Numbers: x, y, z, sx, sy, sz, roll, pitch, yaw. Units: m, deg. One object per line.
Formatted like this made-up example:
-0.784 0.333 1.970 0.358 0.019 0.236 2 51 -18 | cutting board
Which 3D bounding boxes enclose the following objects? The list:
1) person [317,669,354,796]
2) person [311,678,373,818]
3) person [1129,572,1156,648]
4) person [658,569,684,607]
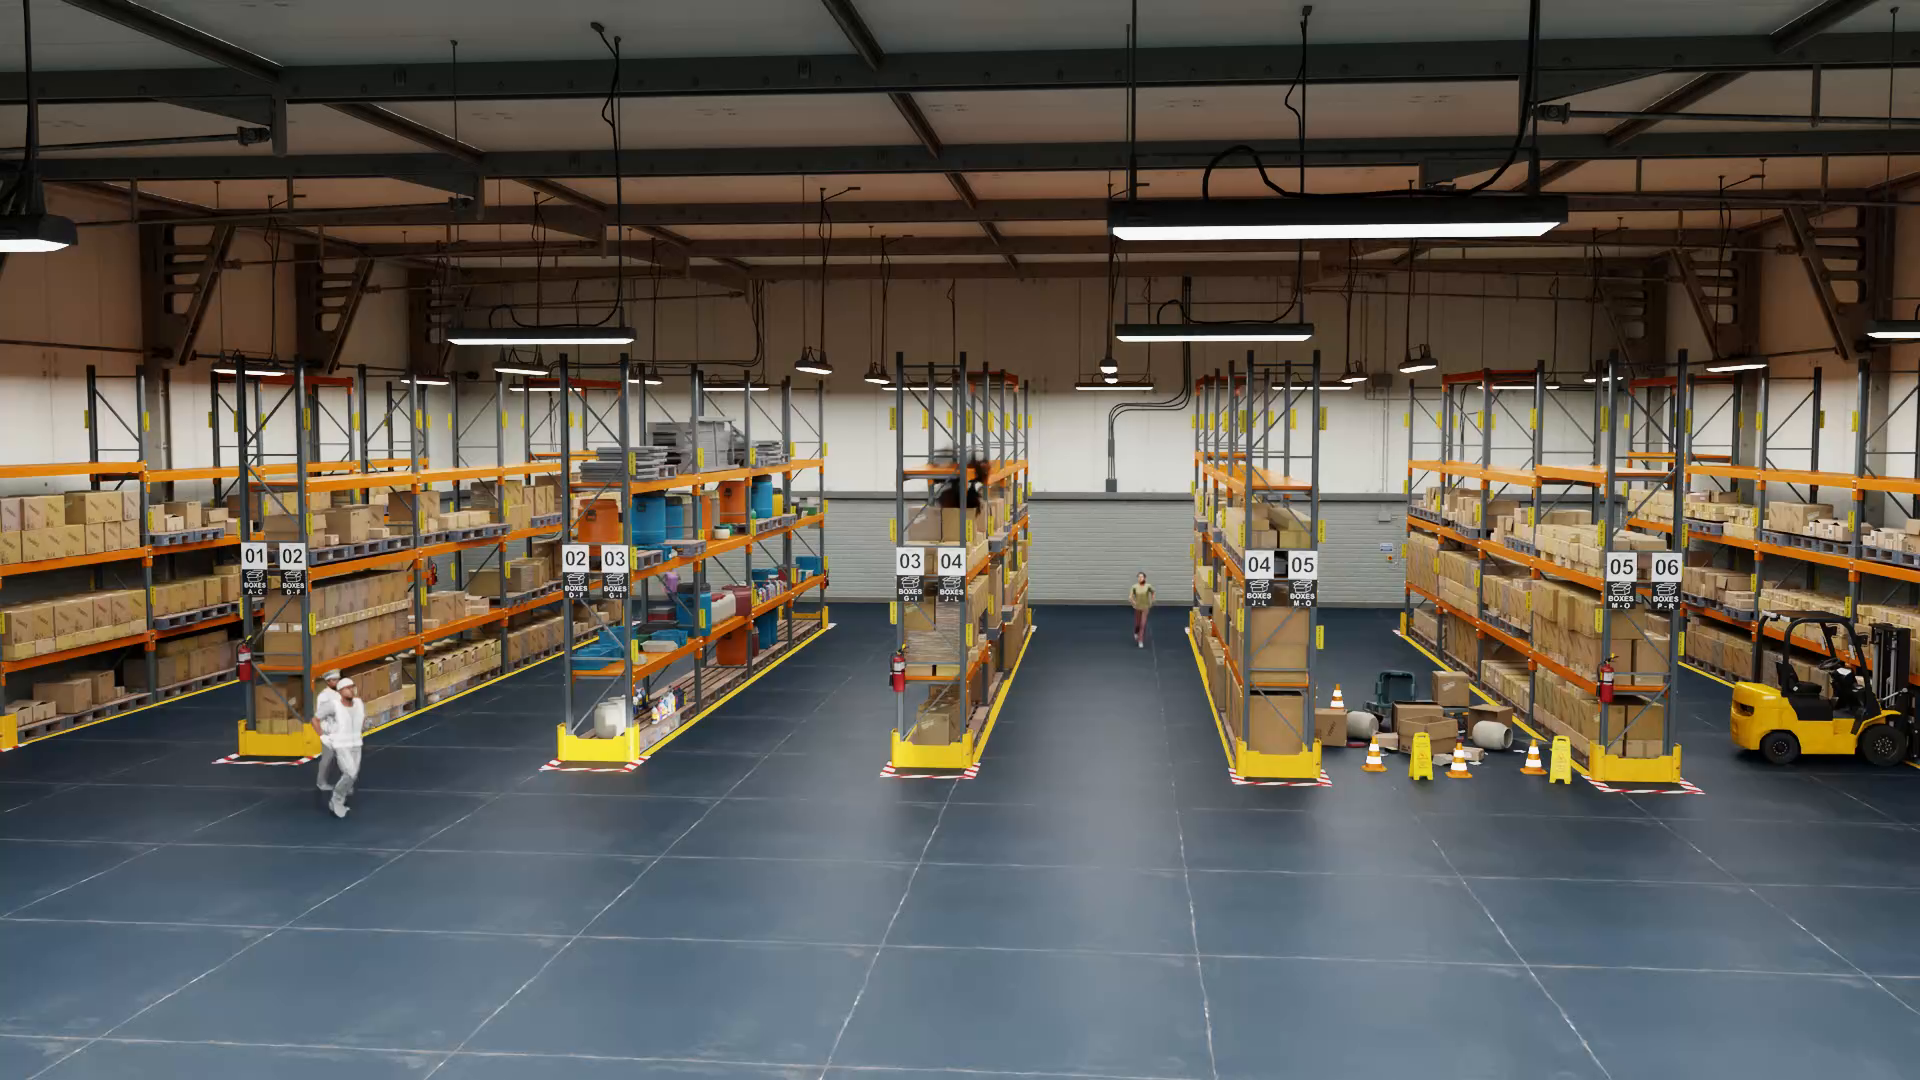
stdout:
-8.352 2.581 22.279 0.729 1.745 0.541 3 5 38 | person
-7.765 2.626 21.074 0.686 1.759 0.673 2 5 31 | person
4.082 1.546 37.231 0.587 1.663 0.829 1 4 9 | person
-7.067 1.319 40.821 0.596 1.615 0.645 -3 5 -37 | person
